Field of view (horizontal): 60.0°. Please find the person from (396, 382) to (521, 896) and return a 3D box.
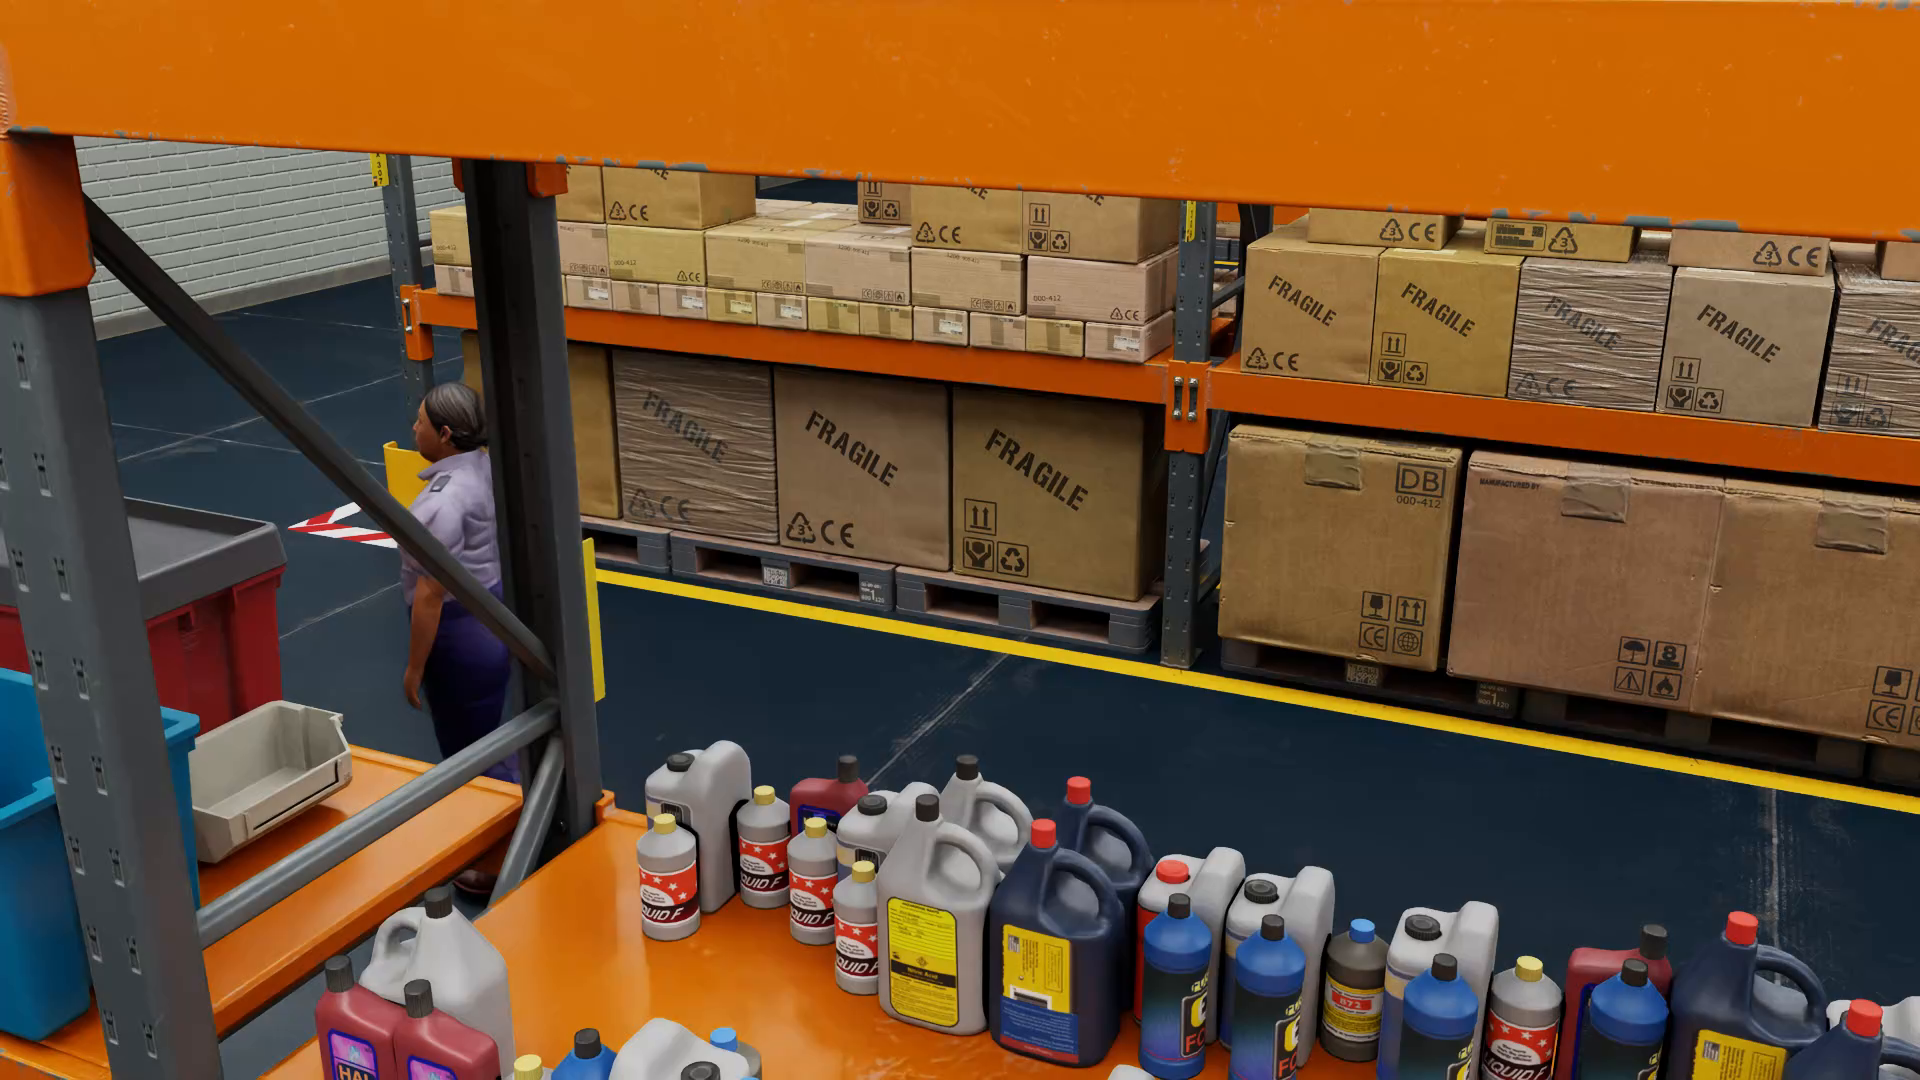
[{"bbox_3d":[-1.532,0.332,5.111,0.435,1.657,0.514,4,20,11],"label":"person"}]
